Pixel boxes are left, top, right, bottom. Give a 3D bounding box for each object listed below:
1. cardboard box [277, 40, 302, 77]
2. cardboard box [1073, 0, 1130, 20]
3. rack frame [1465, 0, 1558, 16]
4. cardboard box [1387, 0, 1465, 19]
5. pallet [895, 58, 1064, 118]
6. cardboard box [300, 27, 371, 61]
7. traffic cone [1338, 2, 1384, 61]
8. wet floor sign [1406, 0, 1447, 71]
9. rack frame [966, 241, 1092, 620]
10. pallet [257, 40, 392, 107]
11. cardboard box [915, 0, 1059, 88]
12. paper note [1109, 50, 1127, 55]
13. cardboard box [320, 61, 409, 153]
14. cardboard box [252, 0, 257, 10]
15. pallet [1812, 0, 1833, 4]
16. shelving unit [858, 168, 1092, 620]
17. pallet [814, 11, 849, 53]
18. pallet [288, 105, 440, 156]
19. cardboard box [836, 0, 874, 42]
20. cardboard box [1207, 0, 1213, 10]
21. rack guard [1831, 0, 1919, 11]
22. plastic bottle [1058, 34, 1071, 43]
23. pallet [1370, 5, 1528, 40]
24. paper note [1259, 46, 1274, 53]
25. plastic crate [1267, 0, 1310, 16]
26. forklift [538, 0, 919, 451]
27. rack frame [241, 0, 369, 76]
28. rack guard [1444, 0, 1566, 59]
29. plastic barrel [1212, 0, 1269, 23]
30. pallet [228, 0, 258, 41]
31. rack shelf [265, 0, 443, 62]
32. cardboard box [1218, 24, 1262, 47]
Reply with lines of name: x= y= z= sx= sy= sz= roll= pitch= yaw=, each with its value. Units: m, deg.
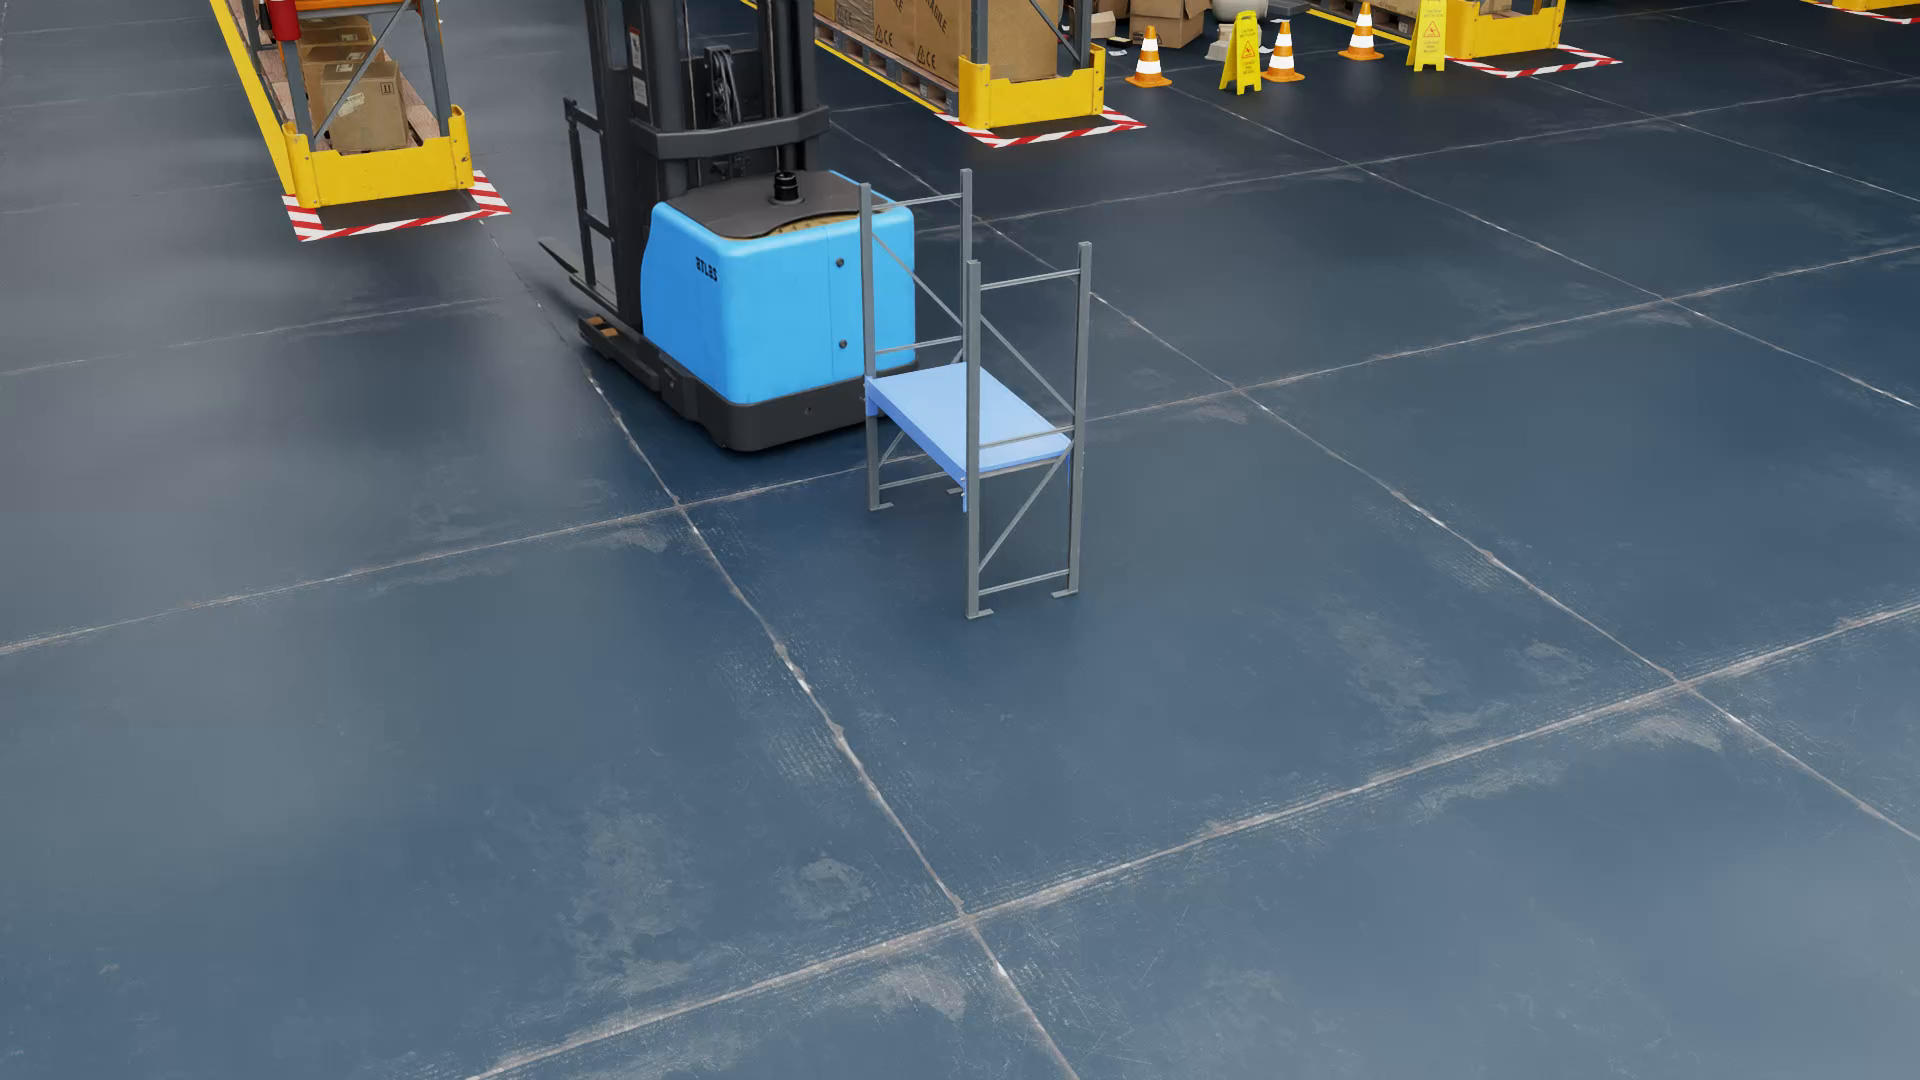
cardboard box: x=-5.292 y=-4.129 z=13.673 sx=0.500 sy=0.500 sz=0.500 roll=-3 pitch=29 yaw=-6
cardboard box: x=1.538 y=-5.412 z=16.249 sx=0.797 sy=0.637 sz=0.503 roll=-13 pitch=32 yaw=-22
rack frame: x=4.988 y=-5.786 z=14.502 sx=1.000 sy=3.000 sz=0.127 roll=-13 pitch=32 yaw=-22
cardboard box: x=4.387 y=-5.081 z=15.627 sx=0.500 sy=0.250 sz=0.500 roll=-13 pitch=32 yaw=-22
pallet: x=0.146 y=-3.823 z=13.852 sx=1.003 sy=0.211 sz=1.213 roll=-13 pitch=32 yaw=-22
cardboard box: x=-4.755 y=-3.615 z=12.757 sx=0.500 sy=0.500 sz=0.500 roll=-10 pitch=31 yaw=-17
traffic cone: x=3.638 y=-4.599 z=14.978 sx=0.336 sy=0.463 sz=0.334 roll=-13 pitch=32 yaw=-22
wet floor sign: x=4.103 y=-4.451 z=14.528 sx=0.267 sy=0.644 sz=0.232 roll=-3 pitch=29 yaw=-5
rack frame: x=0.255 y=-0.392 z=6.416 sx=0.500 sy=1.500 sz=0.032 roll=-13 pitch=32 yaw=-22
pallet: x=-5.360 y=-3.967 z=14.109 sx=1.003 sy=0.211 sz=1.213 roll=-13 pitch=32 yaw=-22
cardboard box: x=0.210 y=-4.244 z=13.495 sx=0.875 sy=0.875 sz=0.875 roll=-13 pitch=32 yaw=-22
paper note: x=1.438 y=-4.437 z=15.134 sx=0.144 sy=0.017 sz=0.142 roll=-3 pitch=29 yaw=-5
cardboard box: x=-4.216 y=-3.078 z=11.798 sx=0.500 sy=0.500 sz=0.500 roll=-7 pitch=30 yaw=-13
cardboard box: x=-6.352 y=-5.312 z=15.761 sx=0.700 sy=0.500 sz=0.500 roll=-16 pitch=33 yaw=-26
pallet: x=9.103 y=-5.943 z=17.633 sx=1.003 sy=0.211 sz=1.213 roll=-13 pitch=32 yaw=-22
shelving unit: x=0.037 y=-0.616 z=6.816 sx=0.538 sy=1.500 sz=1.048 roll=-13 pitch=32 yaw=-22
pallet: x=-0.901 y=-4.901 z=15.774 sx=1.003 sy=0.211 sz=1.213 roll=-13 pitch=32 yaw=-22
pallet: x=-4.312 y=-2.889 z=12.187 sx=1.003 sy=0.211 sz=1.213 roll=-13 pitch=32 yaw=-22
cardboard box: x=-0.560 y=-5.036 z=14.907 sx=0.875 sy=0.875 sz=0.875 roll=-13 pitch=32 yaw=-22
cardboard box: x=2.502 y=-5.705 z=16.910 sx=0.500 sy=0.500 sz=0.500 roll=7 pitch=30 yaw=13
rack guard: x=9.479 y=-5.729 z=16.956 sx=1.175 sy=0.500 sz=0.348 roll=-13 pitch=32 yaw=-22
plastic bottle: x=0.901 y=-4.691 z=15.553 sx=0.133 sy=0.061 sz=0.283 roll=26 pitch=38 yaw=38
pallet: x=4.638 y=-4.970 z=15.897 sx=1.003 sy=0.211 sz=1.213 roll=-13 pitch=32 yaw=-22
paper note: x=2.784 y=-4.491 z=15.228 sx=0.142 sy=0.019 sz=0.148 roll=26 pitch=38 yaw=38
plastic crate: x=3.204 y=-5.414 z=16.824 sx=0.583 sy=0.080 sz=0.402 roll=26 pitch=38 yaw=38
forklift: x=-1.433 y=-2.372 z=8.483 sx=1.130 sy=2.935 sz=3.031 roll=-18 pitch=34 yaw=-29
rack frame: x=-5.680 y=-5.473 z=13.942 sx=1.000 sy=3.000 sz=0.127 roll=-13 pitch=32 yaw=-22
rack guard: x=4.955 y=-4.730 z=15.173 sx=1.175 sy=0.500 sz=0.348 roll=-13 pitch=32 yaw=-22
plastic barrel: x=2.734 y=-5.257 z=16.193 sx=0.512 sy=0.421 sz=0.421 roll=7 pitch=30 yaw=13
pallet: x=-6.543 y=-5.140 z=16.200 sx=1.003 sy=0.211 sz=1.213 roll=-13 pitch=32 yaw=-22
rack shelf: x=-4.821 y=-4.275 z=12.543 sx=1.077 sy=0.370 sz=4.000 roll=-13 pitch=32 yaw=-22
cardboard box: x=2.601 y=-4.697 z=15.475 sx=0.380 sy=0.149 sz=0.250 roll=2 pitch=29 yaw=4
